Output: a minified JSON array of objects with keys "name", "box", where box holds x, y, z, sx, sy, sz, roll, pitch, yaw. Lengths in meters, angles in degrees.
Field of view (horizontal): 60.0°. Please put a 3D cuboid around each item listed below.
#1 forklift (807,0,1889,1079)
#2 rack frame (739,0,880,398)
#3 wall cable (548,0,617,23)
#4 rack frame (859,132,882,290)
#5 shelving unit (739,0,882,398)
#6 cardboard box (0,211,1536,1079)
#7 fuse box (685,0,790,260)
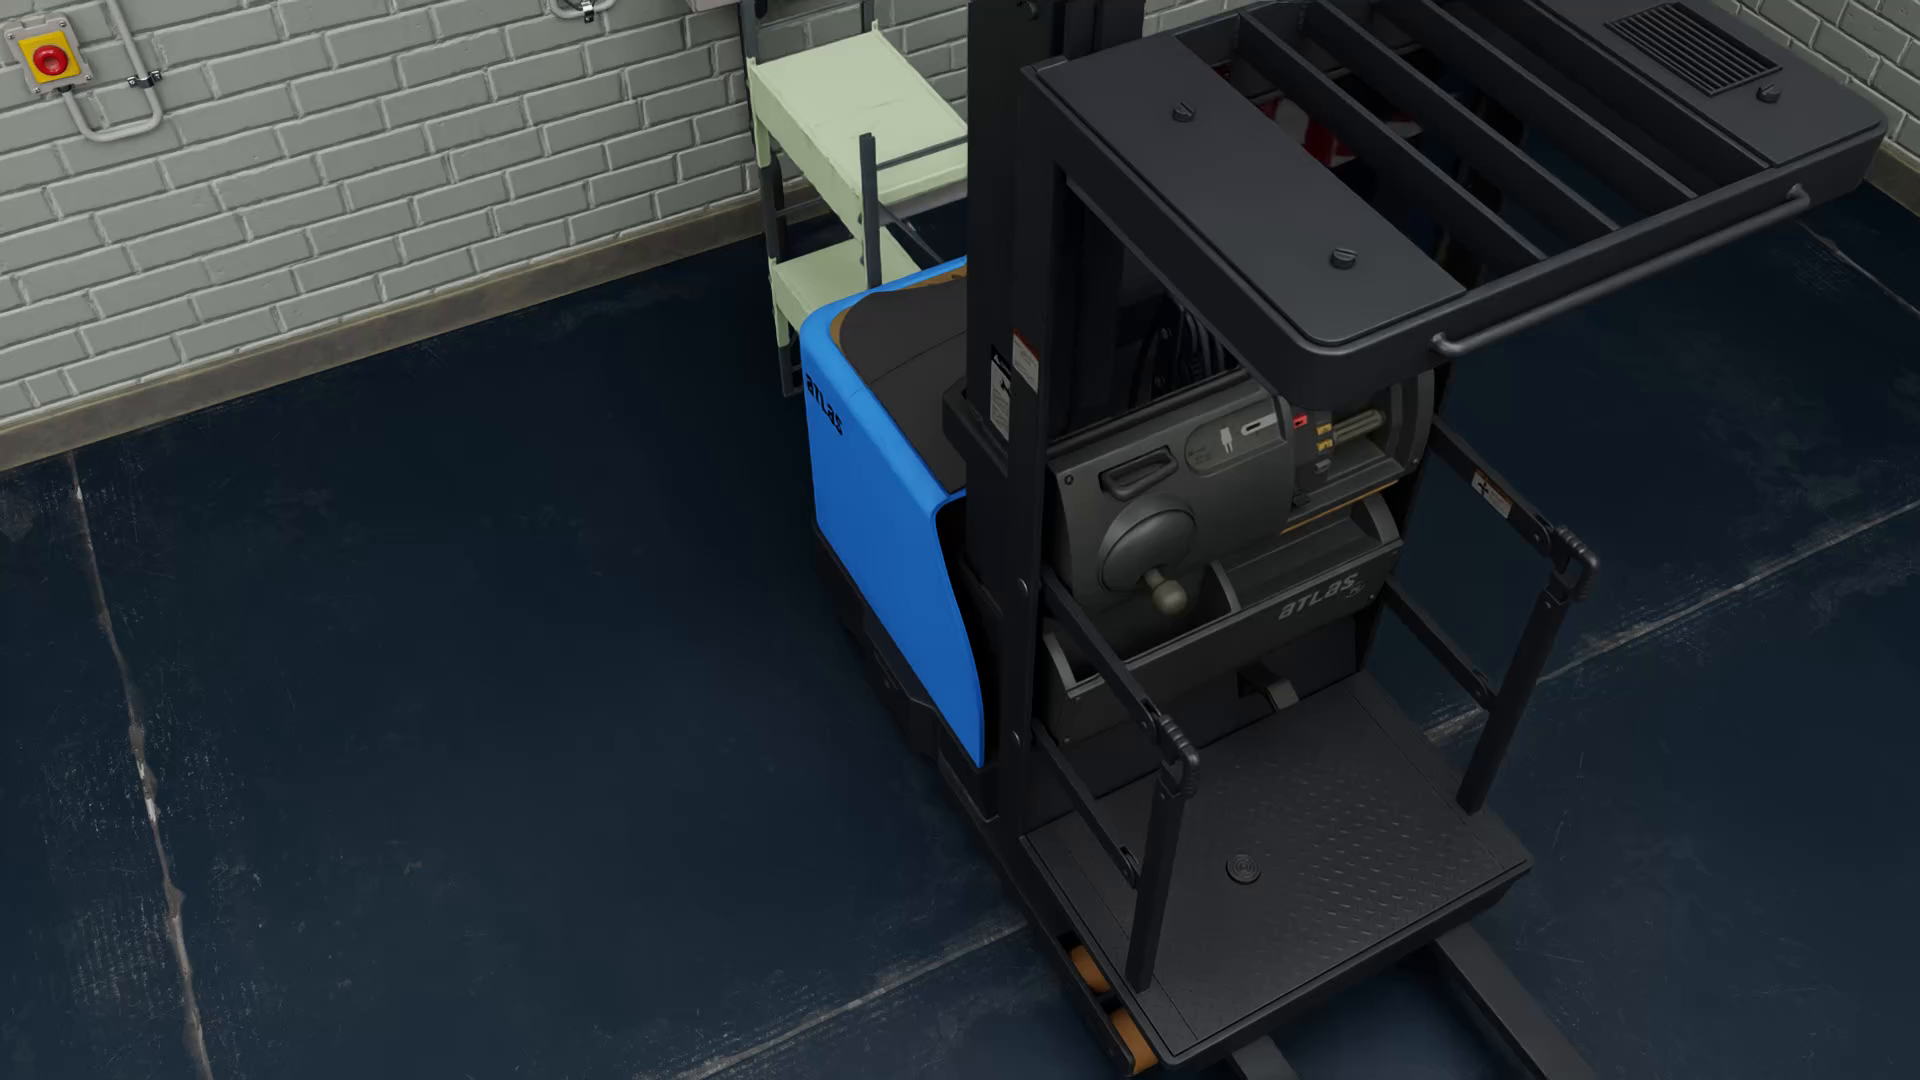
[{"name":"forklift","box":[0.732,0.009,3.354,1.107,2.843,2.937,-23,53,-19]},{"name":"rack frame","box":[-0.426,-1.059,5.180,0.400,1.500,0.023,-23,53,-19]},{"name":"wall cable","box":[-1.302,-2.241,4.542,0.588,1.984,0.122,-21,52,-18]},{"name":"rack frame","box":[-0.071,-0.577,4.759,0.400,1.500,0.023,-23,53,-19]},{"name":"shelving unit","box":[-0.249,-0.818,4.969,0.400,1.500,0.755,-23,53,-19]},{"name":"cardboard box","box":[0.162,3.641,1.036,6.103,1.550,13.522,-22,52,-18]},{"name":"fuse box","box":[-0.623,-1.612,5.523,0.539,1.711,0.414,-21,52,-18]}]
